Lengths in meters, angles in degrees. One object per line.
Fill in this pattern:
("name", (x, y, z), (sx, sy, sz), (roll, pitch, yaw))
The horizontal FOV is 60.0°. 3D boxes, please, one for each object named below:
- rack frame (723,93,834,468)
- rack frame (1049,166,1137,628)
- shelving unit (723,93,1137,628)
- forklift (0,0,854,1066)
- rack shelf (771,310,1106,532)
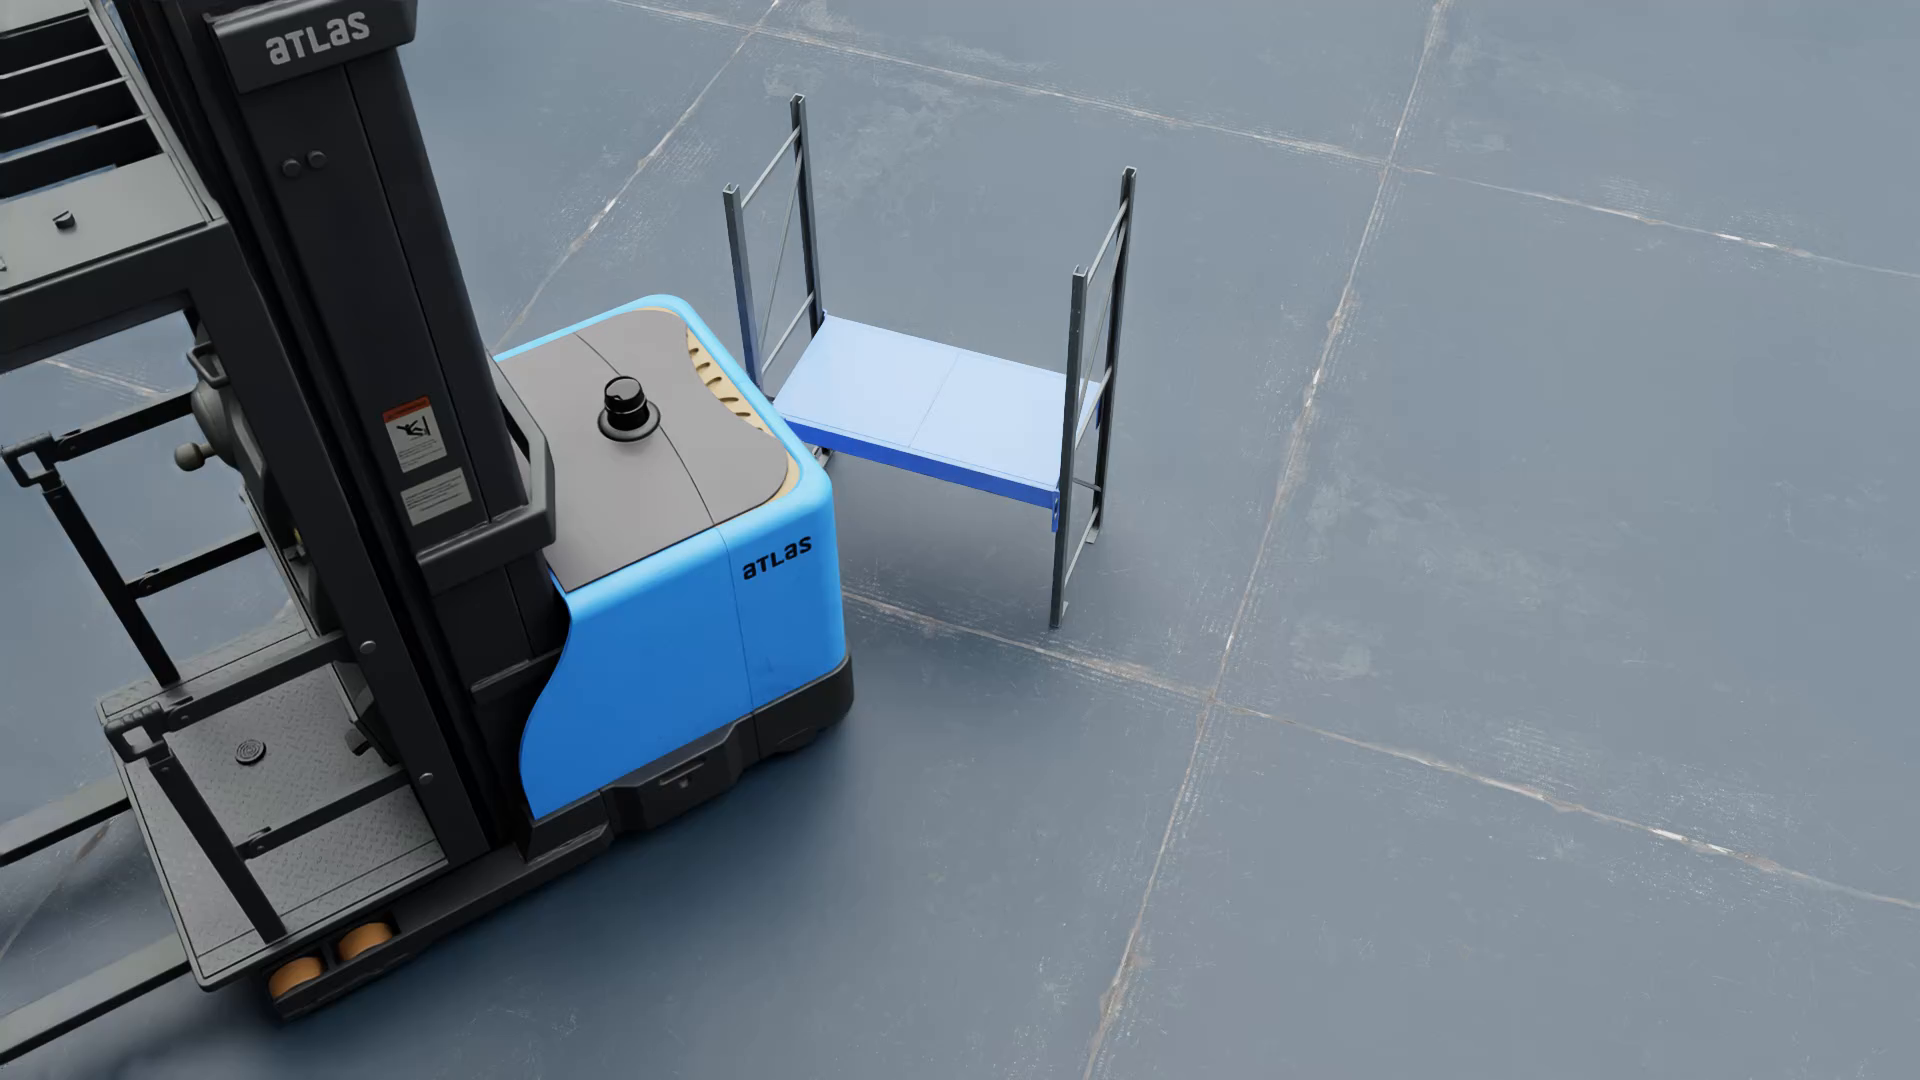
("rack frame", (-0.557, -0.647, 5.318), (0.032, 1.500, 0.500), (16, 51, 13))
("rack frame", (0.397, -0.380, 5.087), (0.032, 1.500, 0.500), (16, 51, 13))
("shelving unit", (-0.080, -0.514, 5.203), (1.048, 1.500, 0.538), (16, 51, 13))
("forklift", (-1.848, -0.109, 3.905), (3.031, 2.935, 1.130), (-26, 54, -21))
("rack shelf", (-0.080, -0.396, 5.339), (1.000, 0.185, 0.538), (16, 51, 13))
